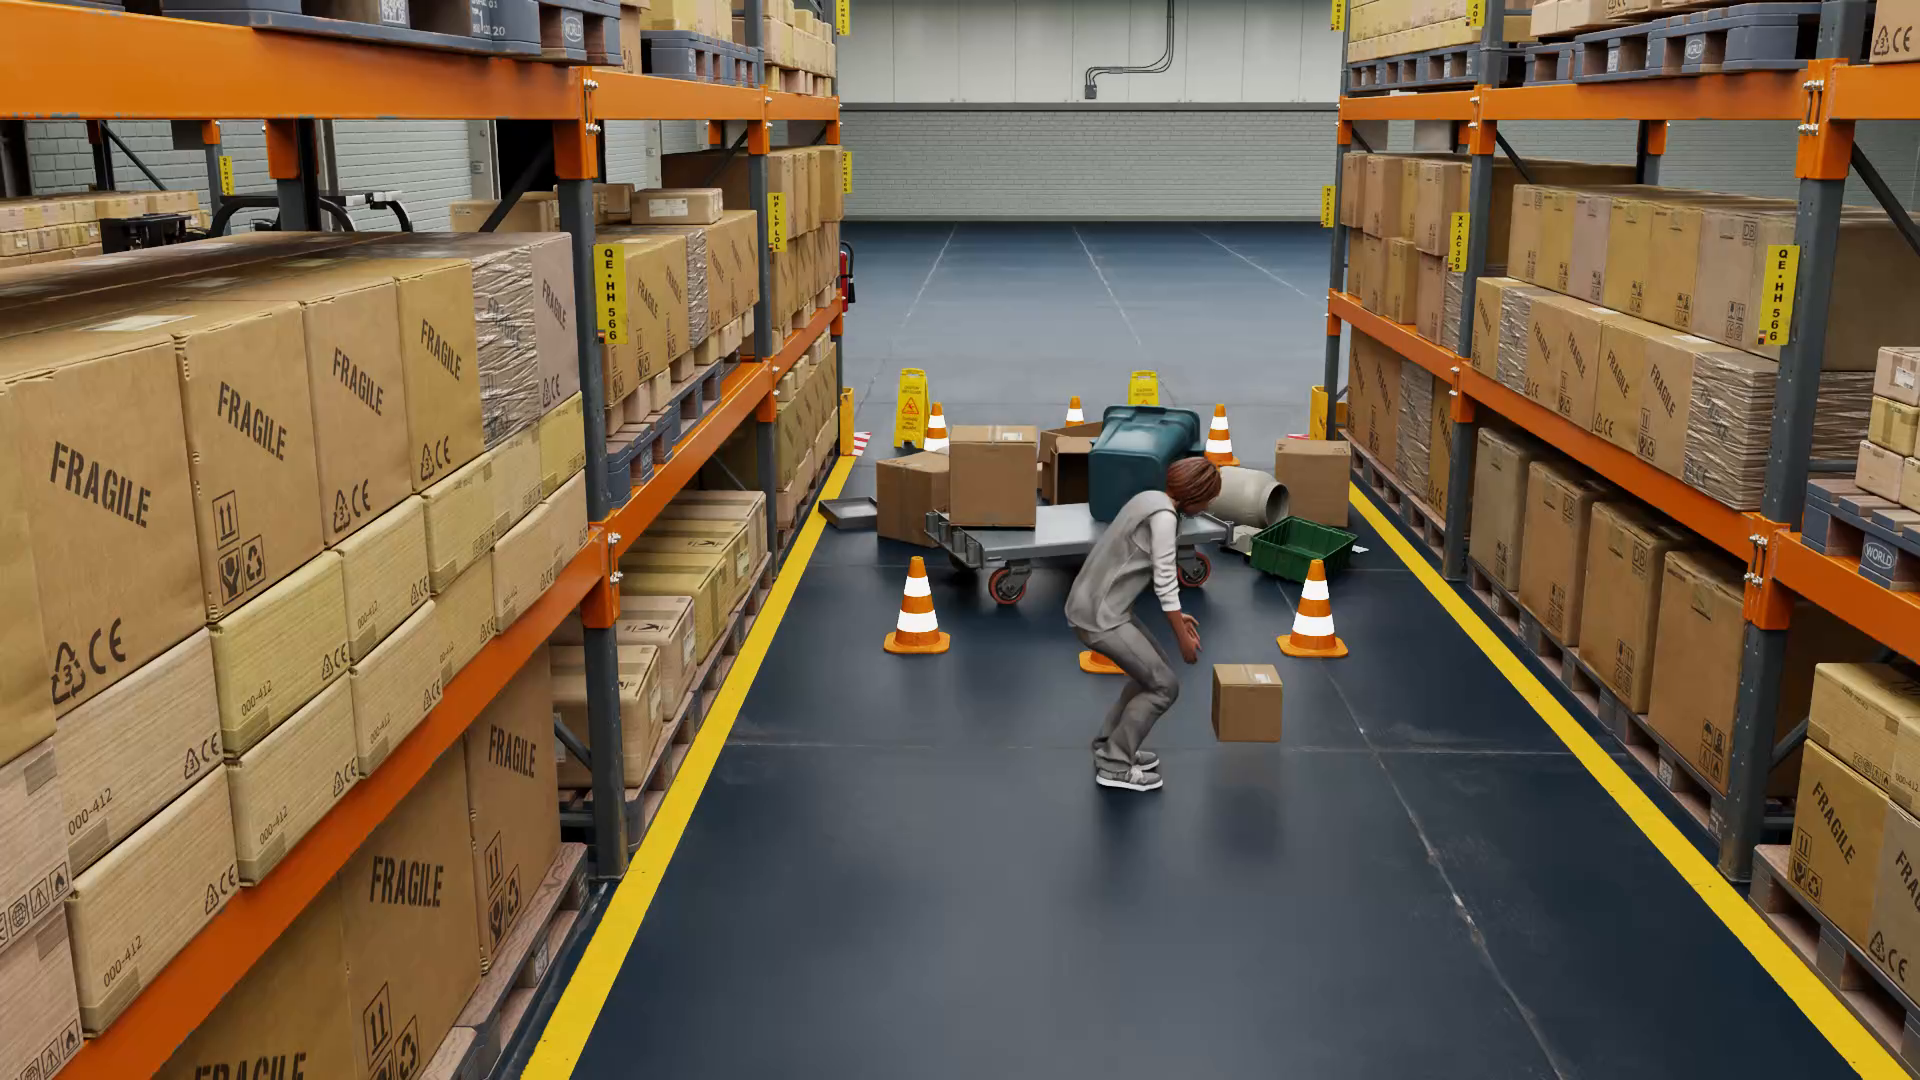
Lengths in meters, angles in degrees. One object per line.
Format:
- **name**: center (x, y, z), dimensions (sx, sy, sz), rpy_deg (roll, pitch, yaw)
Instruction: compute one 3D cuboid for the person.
- **person**: center (0.732, 0.330, 6.765), dimensions (0.621, 1.336, 0.461), rpy_deg (0, 14, 2)
